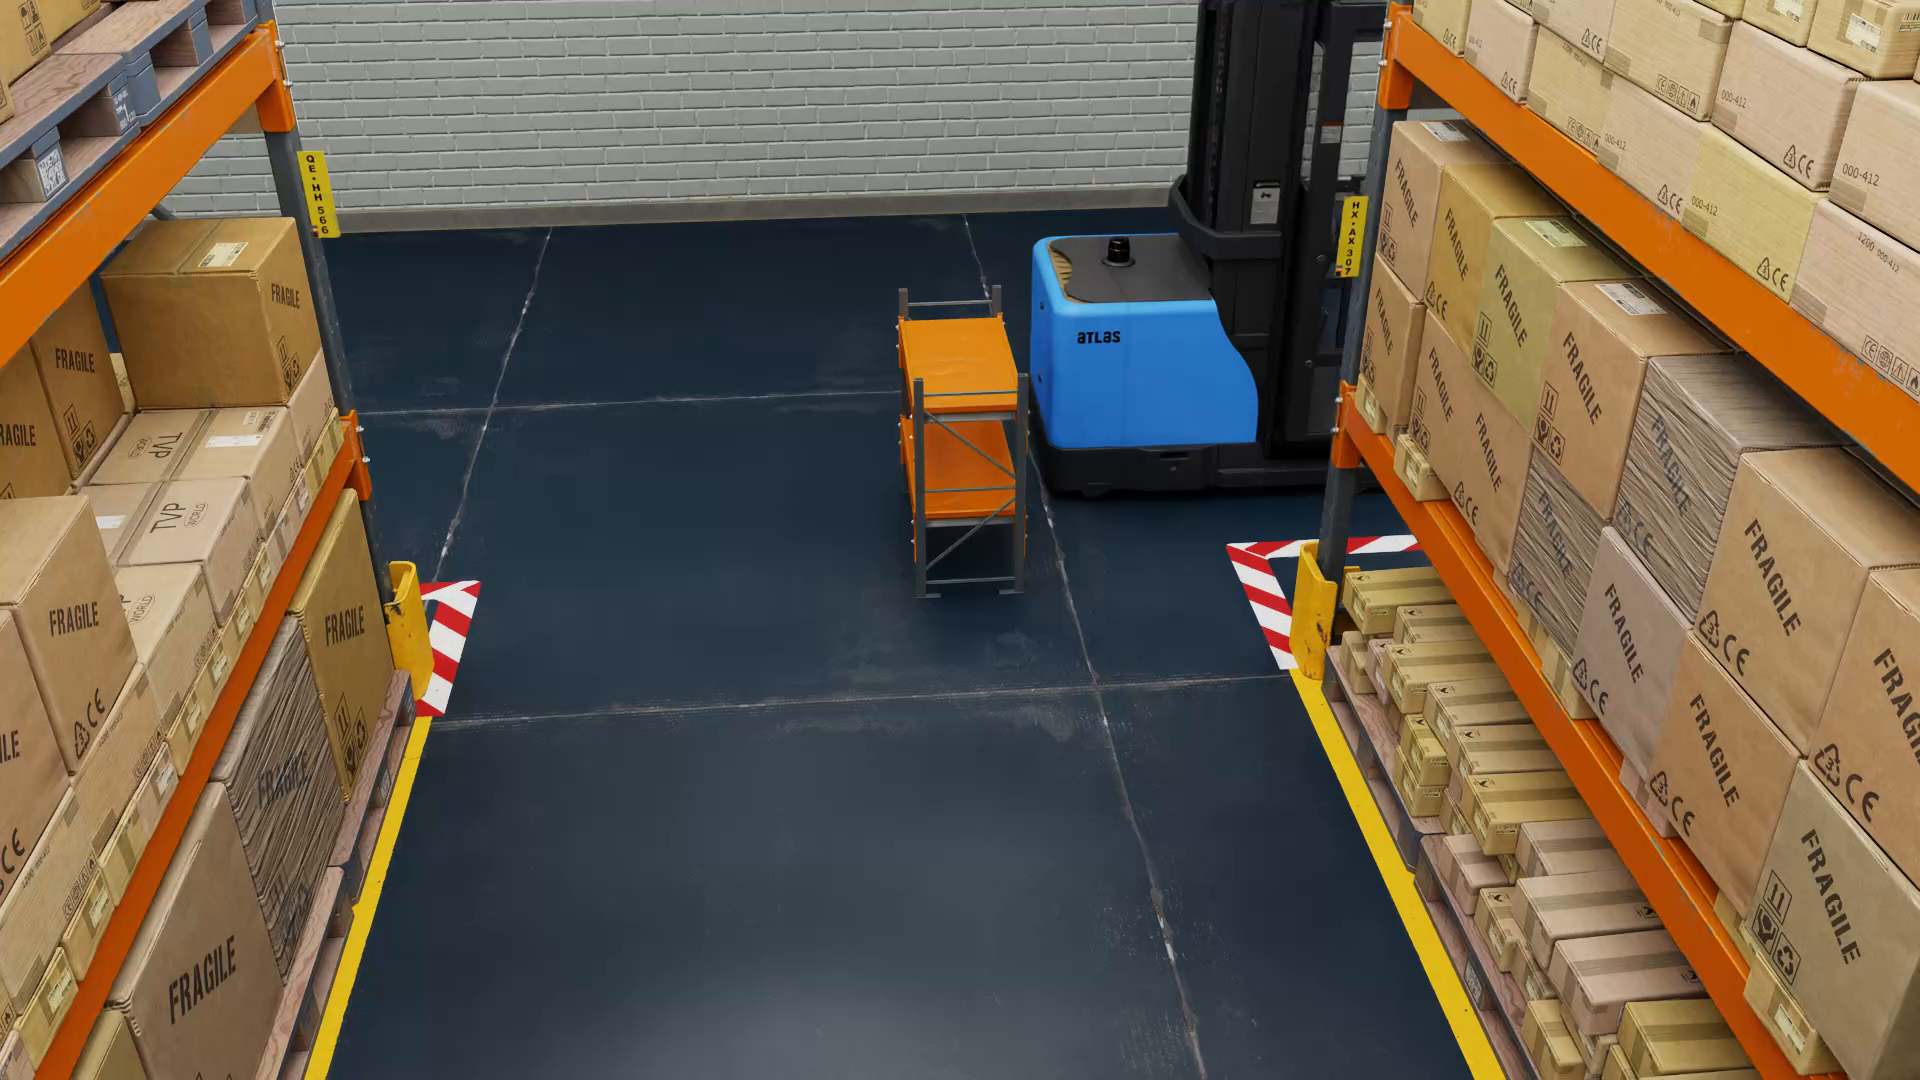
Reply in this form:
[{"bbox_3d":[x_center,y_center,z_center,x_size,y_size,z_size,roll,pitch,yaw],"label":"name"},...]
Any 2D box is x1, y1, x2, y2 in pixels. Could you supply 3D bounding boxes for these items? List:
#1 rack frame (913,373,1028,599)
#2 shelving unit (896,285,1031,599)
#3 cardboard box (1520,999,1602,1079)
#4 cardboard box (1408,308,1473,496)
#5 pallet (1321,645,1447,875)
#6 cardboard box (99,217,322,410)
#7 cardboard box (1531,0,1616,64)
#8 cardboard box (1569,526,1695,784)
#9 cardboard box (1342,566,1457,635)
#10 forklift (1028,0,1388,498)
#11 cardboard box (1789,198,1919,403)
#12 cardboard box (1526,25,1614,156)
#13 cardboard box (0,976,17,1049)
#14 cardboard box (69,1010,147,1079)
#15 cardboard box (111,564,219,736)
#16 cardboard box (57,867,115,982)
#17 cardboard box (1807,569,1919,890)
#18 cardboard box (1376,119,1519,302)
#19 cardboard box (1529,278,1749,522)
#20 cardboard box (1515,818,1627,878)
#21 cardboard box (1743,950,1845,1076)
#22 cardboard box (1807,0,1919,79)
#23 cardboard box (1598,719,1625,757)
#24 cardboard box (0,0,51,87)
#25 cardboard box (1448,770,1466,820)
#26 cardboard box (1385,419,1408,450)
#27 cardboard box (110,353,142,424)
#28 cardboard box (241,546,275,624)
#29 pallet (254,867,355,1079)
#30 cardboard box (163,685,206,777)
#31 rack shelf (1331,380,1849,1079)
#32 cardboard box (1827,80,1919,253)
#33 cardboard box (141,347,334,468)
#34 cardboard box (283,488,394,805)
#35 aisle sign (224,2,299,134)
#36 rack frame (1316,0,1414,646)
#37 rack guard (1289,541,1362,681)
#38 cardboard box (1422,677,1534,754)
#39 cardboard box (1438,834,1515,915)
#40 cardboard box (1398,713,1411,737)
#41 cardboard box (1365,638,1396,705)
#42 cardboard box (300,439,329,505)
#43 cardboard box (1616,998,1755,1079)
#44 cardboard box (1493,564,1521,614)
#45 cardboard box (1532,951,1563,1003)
[{"bbox_3d":[0.047,-0.227,7.533,0.500,1.125,0.032,-3,31,-5],"label":"rack frame"},{"bbox_3d":[-0.001,-0.486,7.967,0.538,1.125,1.048,-3,31,-5],"label":"shelving unit"},{"bbox_3d":[1.962,1.545,5.109,0.380,0.149,0.250,-3,31,-5],"label":"cardboard box"},{"bbox_3d":[1.903,-0.485,5.749,0.500,0.500,0.500,-3,31,-4],"label":"cardboard box"},{"bbox_3d":[2.109,0.824,6.665,1.003,0.211,1.213,-3,31,-5],"label":"pallet"},{"bbox_3d":[-2.580,-0.792,5.775,0.500,0.500,0.500,-2,31,-4],"label":"cardboard box"},{"bbox_3d":[1.928,-1.505,4.578,0.500,0.250,0.500,-2,31,-4],"label":"cardboard box"},{"bbox_3d":[2.016,0.290,4.451,0.500,0.500,0.500,-3,31,-5],"label":"cardboard box"},{"bbox_3d":[1.772,0.243,6.708,0.380,0.149,0.250,-4,31,-7],"label":"cardboard box"},{"bbox_3d":[1.919,-1.771,8.356,3.031,2.935,1.130,-2,31,-4],"label":"forklift"},{"bbox_3d":[2.085,-0.503,3.388,0.500,0.250,0.500,-3,31,-5],"label":"cardboard box"},{"bbox_3d":[1.954,-1.279,4.687,0.500,0.250,0.500,-4,31,-6],"label":"cardboard box"},{"bbox_3d":[-2.296,1.084,3.366,0.500,0.250,0.500,-3,31,-5],"label":"cardboard box"},{"bbox_3d":[-2.495,1.791,3.989,0.875,0.875,0.875,-3,31,-5],"label":"cardboard box"},{"bbox_3d":[-2.430,0.313,4.656,0.500,0.250,0.500,-3,31,-4],"label":"cardboard box"},{"bbox_3d":[-2.286,0.938,4.000,0.380,0.149,0.250,-4,31,-6],"label":"cardboard box"},{"bbox_3d":[2.121,0.387,3.315,0.500,0.500,0.500,-4,31,-6],"label":"cardboard box"},{"bbox_3d":[1.839,-1.187,5.949,0.500,0.500,0.500,-3,31,-5],"label":"cardboard box"},{"bbox_3d":[1.970,-0.403,4.636,0.500,0.500,0.500,-4,31,-6],"label":"cardboard box"},{"bbox_3d":[2.033,1.038,5.377,0.380,0.149,0.250,-3,31,-4],"label":"cardboard box"},{"bbox_3d":[2.042,1.061,3.794,0.380,0.149,0.250,-4,31,-6],"label":"cardboard box"},{"bbox_3d":[2.028,-1.074,3.468,0.380,0.149,0.250,-4,31,-7],"label":"cardboard box"},{"bbox_3d":[2.052,0.519,4.701,0.380,0.149,0.250,-3,31,-5],"label":"cardboard box"},{"bbox_3d":[-2.756,-1.379,4.103,0.700,0.500,0.500,-5,31,-8],"label":"cardboard box"},{"bbox_3d":[1.970,0.898,5.903,0.380,0.149,0.250,-4,31,-7],"label":"cardboard box"},{"bbox_3d":[1.830,-0.412,6.259,0.380,0.149,0.250,-2,31,-3],"label":"cardboard box"},{"bbox_3d":[-3.111,-0.448,5.931,0.500,0.250,0.500,-4,31,-6],"label":"cardboard box"},{"bbox_3d":[-2.429,0.153,5.314,0.380,0.149,0.250,-3,31,-6],"label":"cardboard box"},{"bbox_3d":[-2.623,1.581,5.398,1.003,0.211,1.213,-3,31,-5],"label":"pallet"},{"bbox_3d":[-2.357,0.545,4.658,0.380,0.149,0.250,-4,31,-6],"label":"cardboard box"},{"bbox_3d":[2.248,0.501,5.187,1.077,0.370,4.000,-3,31,-5],"label":"rack shelf"},{"bbox_3d":[2.101,-0.714,3.254,0.500,0.250,0.500,-4,31,-7],"label":"cardboard box"},{"bbox_3d":[-2.577,-0.471,5.970,0.500,0.250,0.500,-3,31,-5],"label":"cardboard box"},{"bbox_3d":[-2.747,0.412,6.297,0.875,0.875,0.875,-3,31,-5],"label":"cardboard box"},{"bbox_3d":[-2.595,-1.810,5.819,0.394,0.787,0.004,-3,31,-5],"label":"aisle sign"},{"bbox_3d":[2.061,-0.829,6.712,1.000,3.000,0.127,-3,31,-5],"label":"rack frame"},{"bbox_3d":[2.068,0.283,7.288,1.175,0.500,0.348,-3,31,-5],"label":"rack guard"},{"bbox_3d":[1.919,0.636,6.051,0.380,0.149,0.250,-4,31,-7],"label":"cardboard box"},{"bbox_3d":[1.897,1.147,5.775,0.380,0.149,0.250,-4,31,-7],"label":"cardboard box"},{"bbox_3d":[1.927,0.754,6.433,0.380,0.149,0.250,-2,31,-4],"label":"cardboard box"},{"bbox_3d":[1.824,0.510,6.552,0.380,0.149,0.250,-3,31,-5],"label":"cardboard box"},{"bbox_3d":[-2.500,-0.236,5.965,0.380,0.149,0.250,-2,31,-4],"label":"cardboard box"},{"bbox_3d":[2.102,1.441,4.702,0.380,0.149,0.250,-2,31,-3],"label":"cardboard box"},{"bbox_3d":[1.958,0.121,5.367,0.380,0.149,0.250,-3,31,-6],"label":"cardboard box"},{"bbox_3d":[2.034,1.311,5.211,0.380,0.149,0.250,-4,31,-7],"label":"cardboard box"}]
